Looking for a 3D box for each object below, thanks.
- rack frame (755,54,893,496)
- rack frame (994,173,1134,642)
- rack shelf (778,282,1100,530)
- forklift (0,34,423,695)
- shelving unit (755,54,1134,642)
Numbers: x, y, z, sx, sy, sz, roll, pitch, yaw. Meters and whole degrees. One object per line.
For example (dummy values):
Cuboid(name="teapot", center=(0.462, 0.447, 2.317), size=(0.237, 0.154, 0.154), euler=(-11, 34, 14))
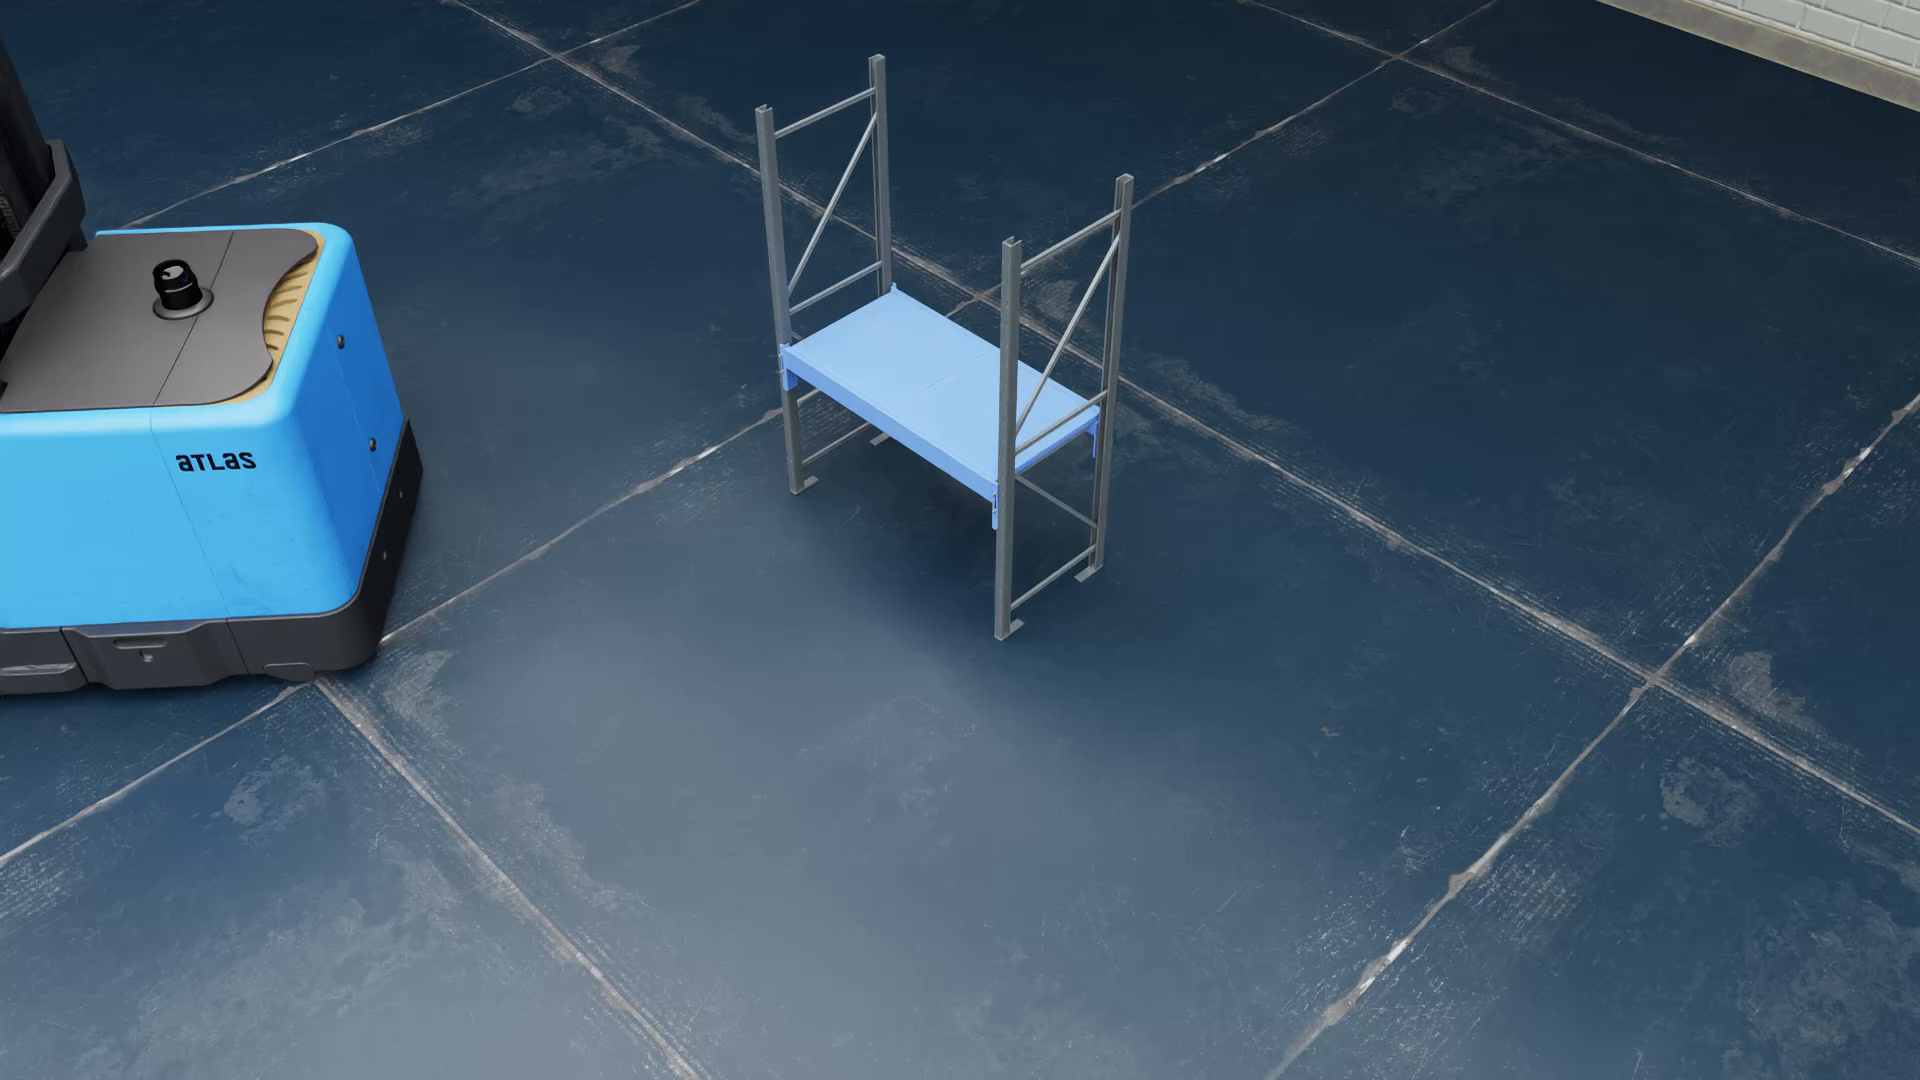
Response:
Cuboid(name="rack frame", center=(-0.419, -0.836, 5.550), size=(0.500, 1.500, 0.032), euler=(-34, 53, -31))
Cuboid(name="rack frame", center=(0.299, -0.348, 5.021), size=(0.500, 1.500, 0.032), euler=(-34, 53, -31))
Cuboid(name="rack shelf", center=(-0.060, -0.460, 5.407), size=(0.538, 0.185, 1.000), euler=(-34, 53, -31))
Cuboid(name="forklift", center=(-3.388, -0.904, 4.569), size=(3.031, 2.935, 1.130), euler=(-3, 43, -3))
Cuboid(name="shelving unit", center=(-0.060, -0.592, 5.285), size=(0.538, 1.500, 1.048), euler=(-34, 53, -31))
